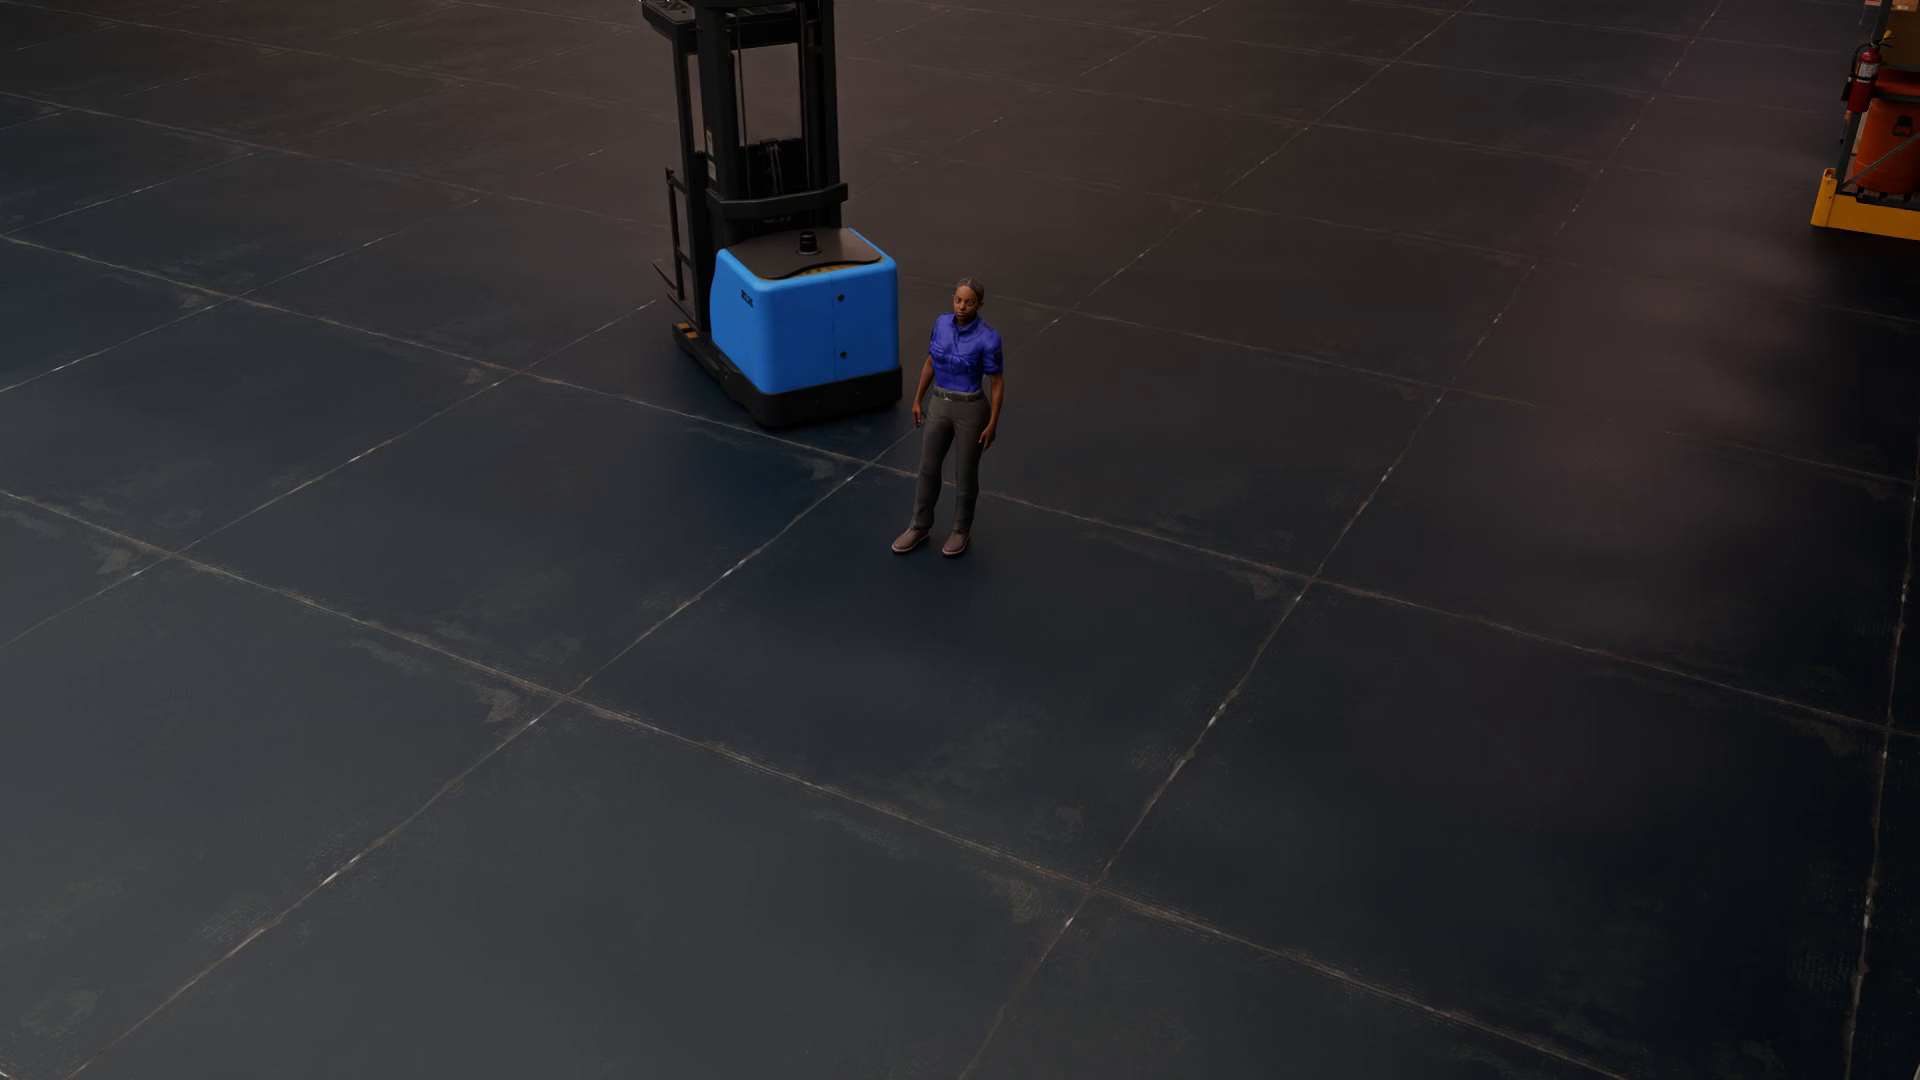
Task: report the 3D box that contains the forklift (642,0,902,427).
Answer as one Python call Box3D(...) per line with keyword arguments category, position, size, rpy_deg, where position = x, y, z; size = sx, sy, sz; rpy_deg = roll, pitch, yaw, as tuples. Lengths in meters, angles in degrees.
Box3D(category="forklift", position=(-1.515, -2.744, 11.824), size=(1.130, 2.935, 3.031), rpy_deg=(-14, 33, -23))

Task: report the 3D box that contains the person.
Box3D(category="person", position=(-0.059, -0.689, 9.528), size=(0.570, 1.654, 0.504), rpy_deg=(15, 33, 25))
